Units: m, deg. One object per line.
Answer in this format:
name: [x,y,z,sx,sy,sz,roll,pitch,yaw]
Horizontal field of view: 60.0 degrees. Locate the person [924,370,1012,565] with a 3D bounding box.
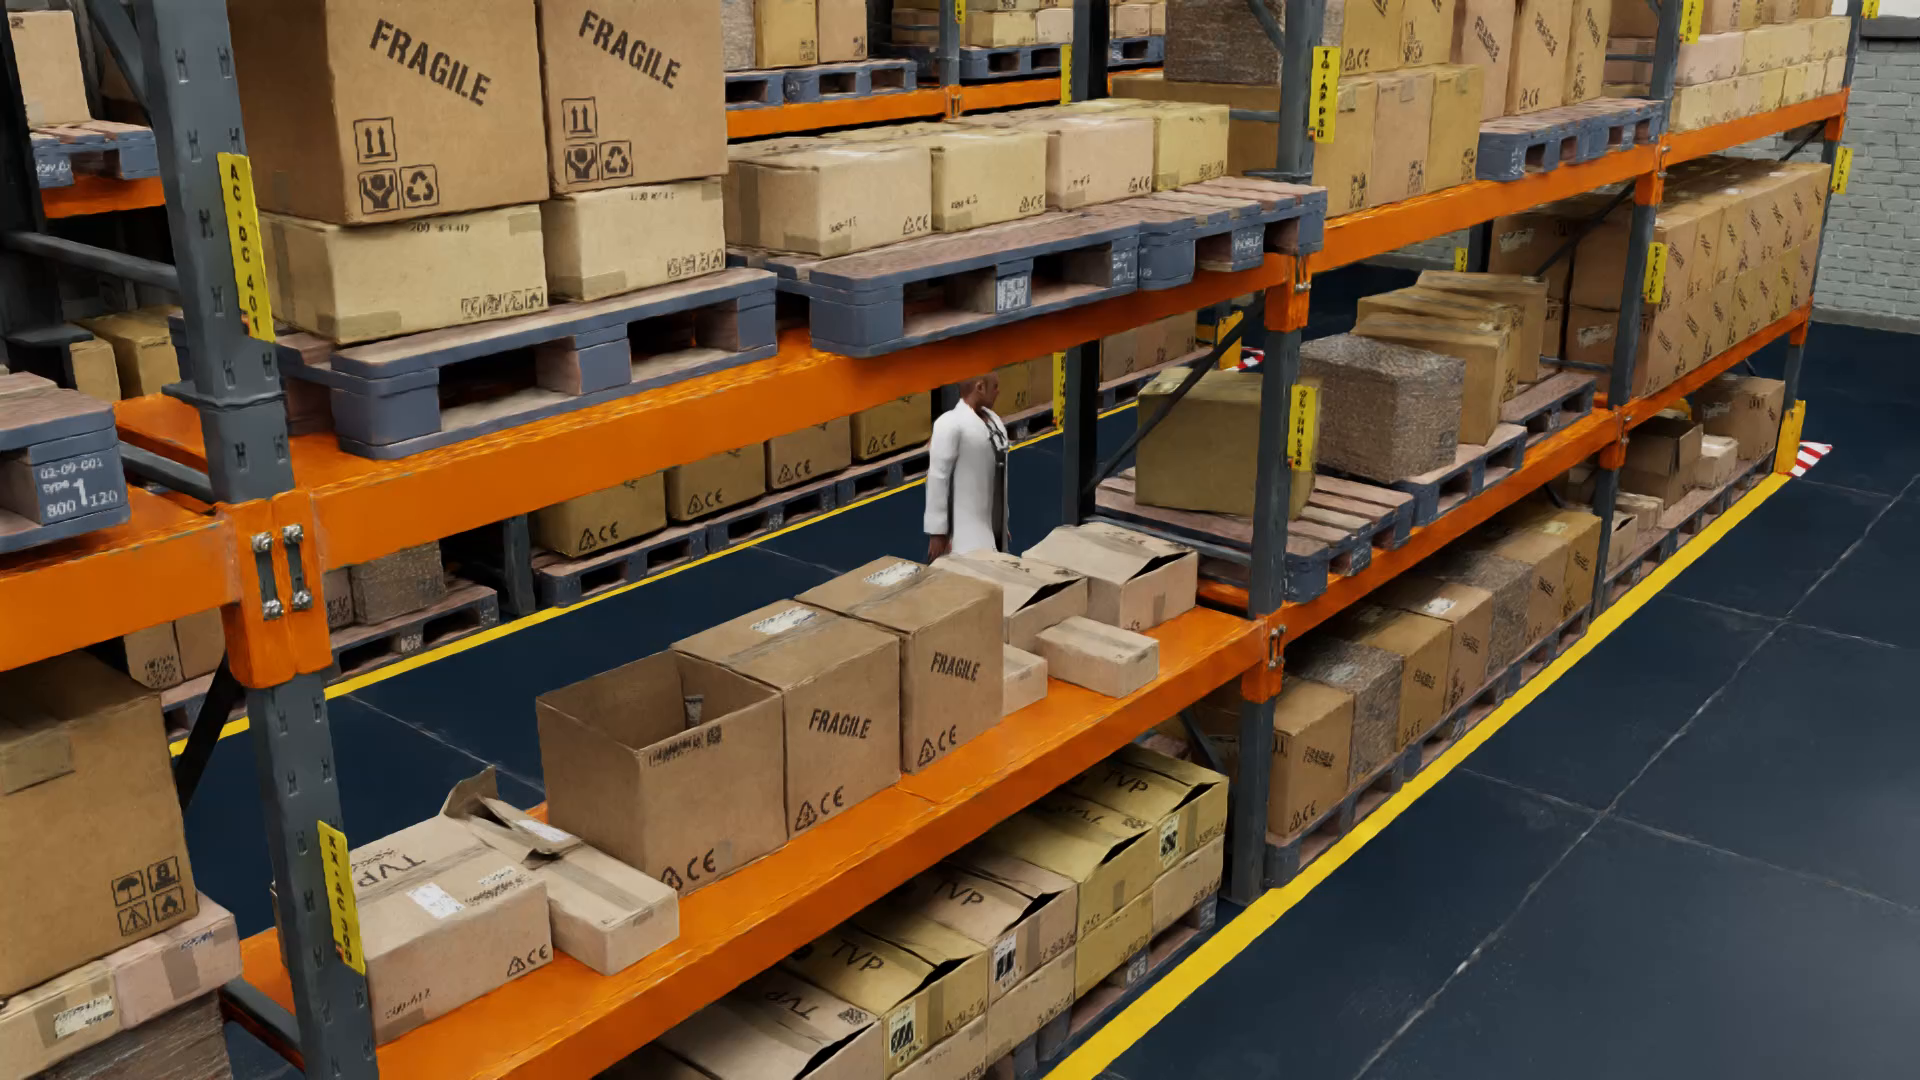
person: [0.065,-0.043,8.691,0.524,1.776,0.700,11,23,28]
